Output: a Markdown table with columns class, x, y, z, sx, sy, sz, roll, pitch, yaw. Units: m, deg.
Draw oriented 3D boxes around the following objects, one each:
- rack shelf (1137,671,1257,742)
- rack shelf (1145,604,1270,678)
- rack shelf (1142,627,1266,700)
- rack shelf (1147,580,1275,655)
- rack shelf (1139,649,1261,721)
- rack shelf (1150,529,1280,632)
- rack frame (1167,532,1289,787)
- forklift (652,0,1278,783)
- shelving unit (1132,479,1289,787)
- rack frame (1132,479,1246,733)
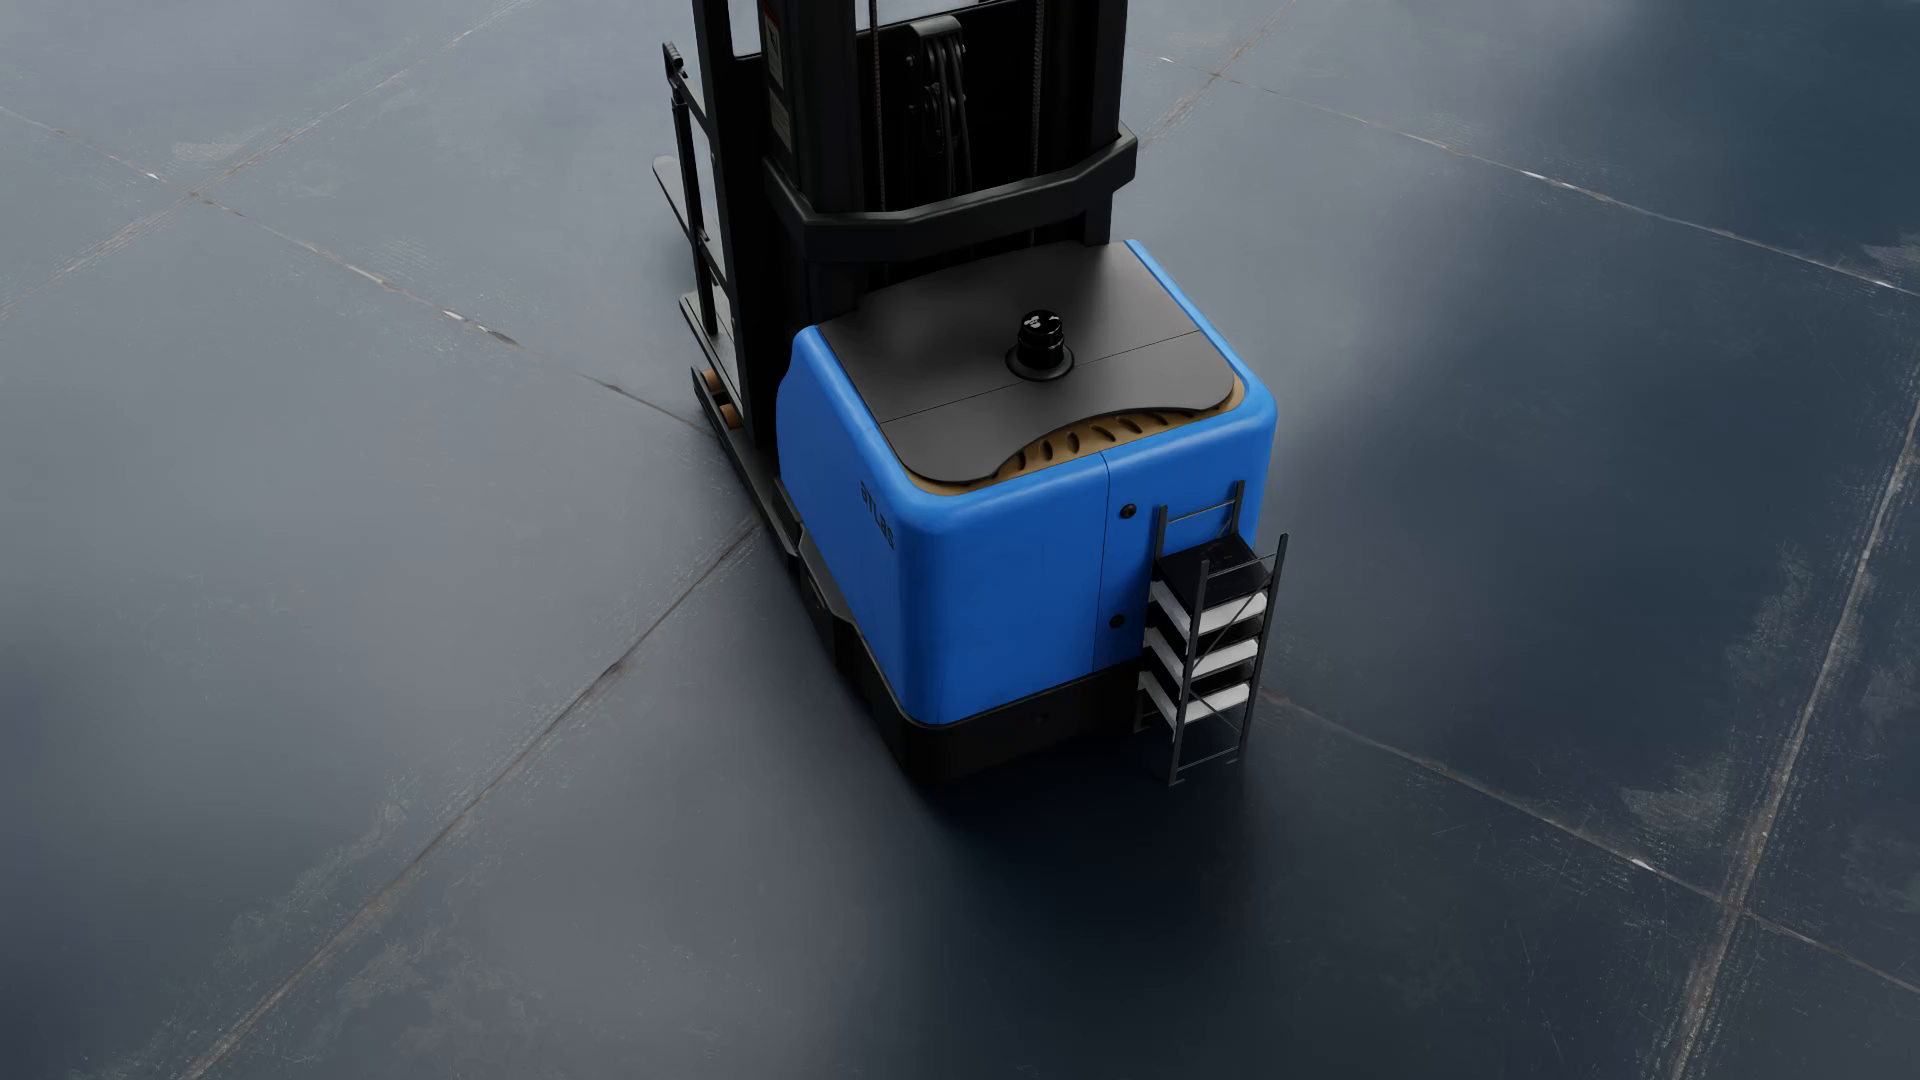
| class | x | y | z | sx | sy | sz | roll | pitch | yaw |
| --- | --- | --- | --- | --- | --- | --- | --- | --- | --- |
| rack shelf | 0.642 | 0.414 | 4.521 | 0.258 | 0.077 | 0.200 | -18 | 48 | -16 |
| rack shelf | 0.642 | 0.225 | 4.328 | 0.258 | 0.077 | 0.200 | -18 | 48 | -16 |
| rack shelf | 0.642 | 0.288 | 4.392 | 0.258 | 0.077 | 0.200 | -18 | 48 | -16 |
| rack shelf | 0.642 | 0.163 | 4.263 | 0.258 | 0.077 | 0.200 | -18 | 48 | -16 |
| rack shelf | 0.642 | 0.351 | 4.457 | 0.258 | 0.077 | 0.200 | -18 | 48 | -16 |
| rack shelf | 0.642 | 0.100 | 4.199 | 0.258 | 0.077 | 0.200 | -18 | 48 | -16 |
| rack frame | 0.683 | 0.332 | 4.304 | 0.240 | 0.900 | 0.006 | -18 | 48 | -16 |
| forklift | -0.254 | -1.431 | 4.600 | 1.130 | 2.935 | 3.031 | -18 | 48 | -16 |
| shelving unit | 0.642 | 0.265 | 4.368 | 0.258 | 0.900 | 0.210 | -18 | 48 | -16 |
| rack frame | 0.601 | 0.198 | 4.433 | 0.240 | 0.900 | 0.006 | -18 | 48 | -16 |
